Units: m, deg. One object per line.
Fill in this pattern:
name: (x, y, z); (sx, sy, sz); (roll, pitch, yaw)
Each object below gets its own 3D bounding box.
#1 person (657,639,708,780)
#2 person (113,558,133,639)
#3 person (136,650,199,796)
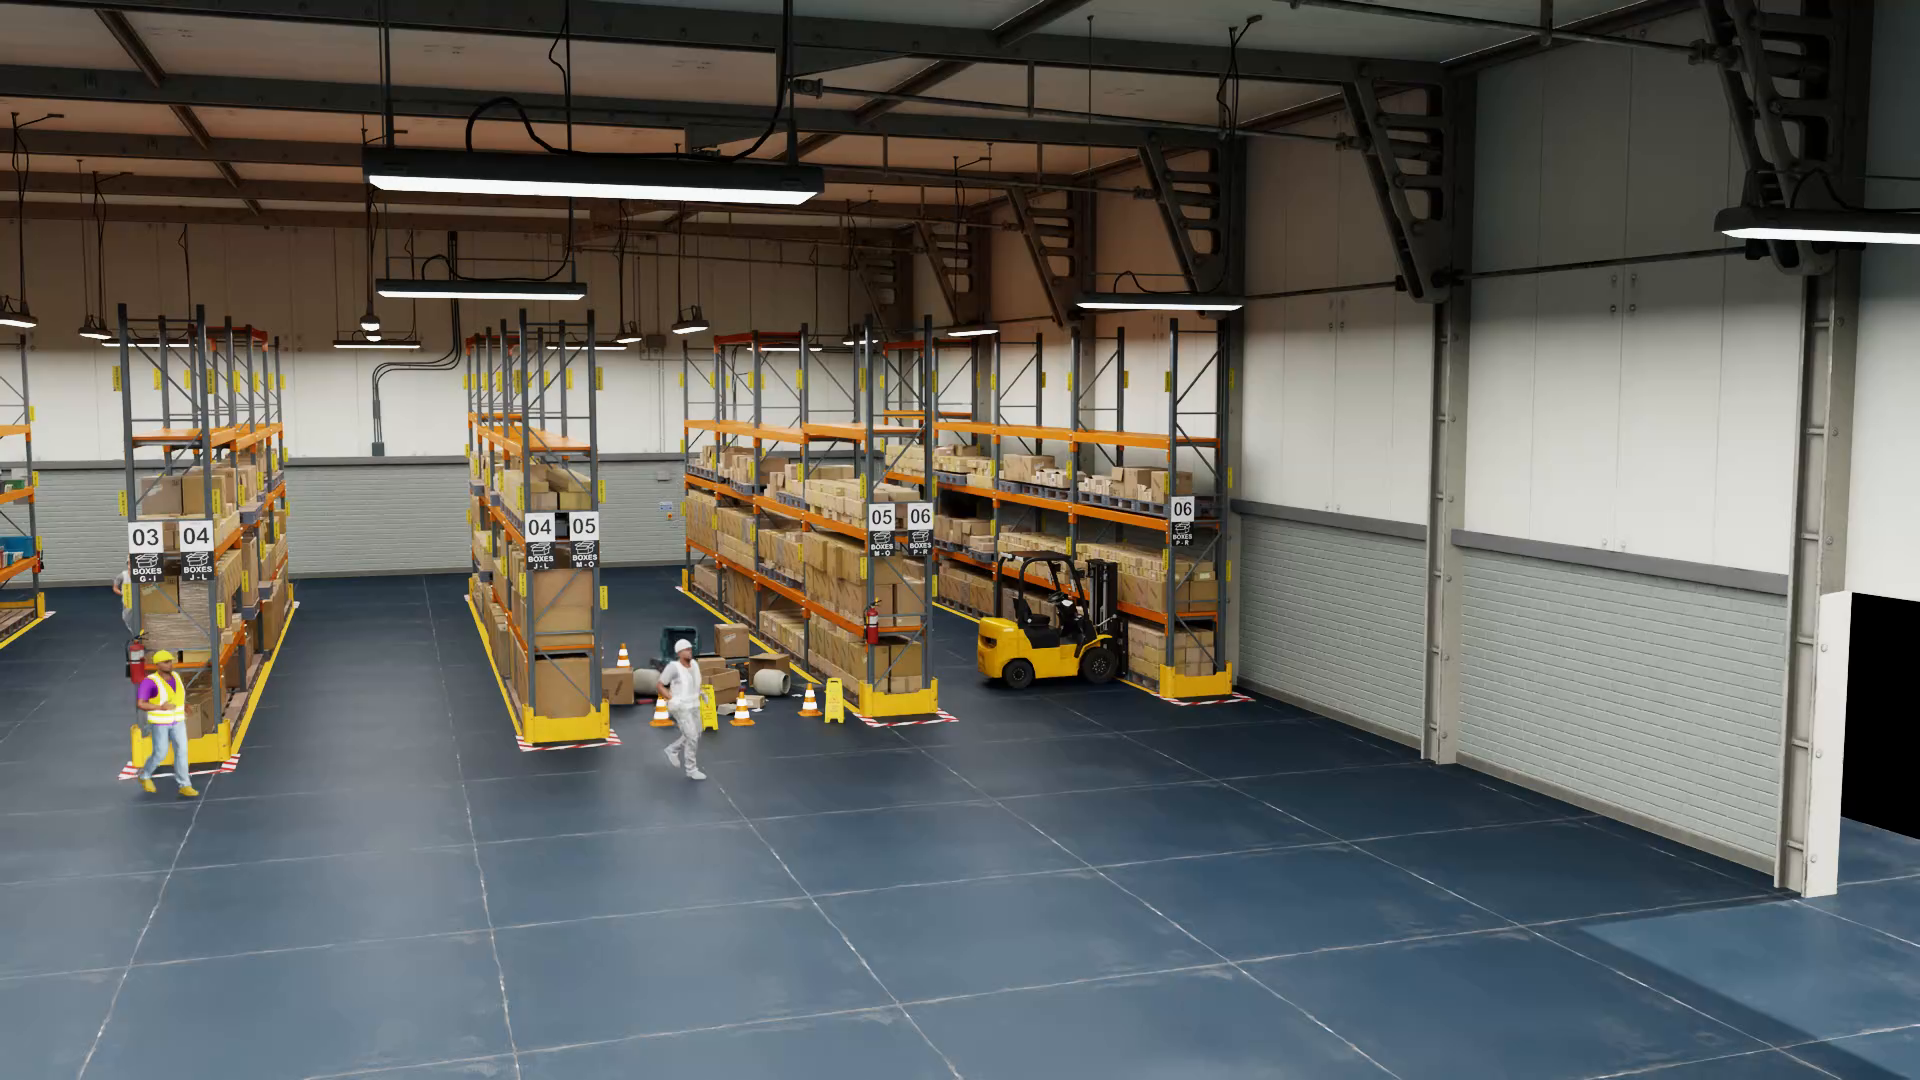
person: (-3.528, 2.131, 21.083); (0.733, 1.760, 0.690); (3, 6, 30)
person: (-15.322, 1.199, 30.795); (0.622, 1.796, 1.154); (-2, 6, -19)
person: (-9.570, 2.198, 20.043); (0.893, 1.752, 0.681); (3, 6, 27)
